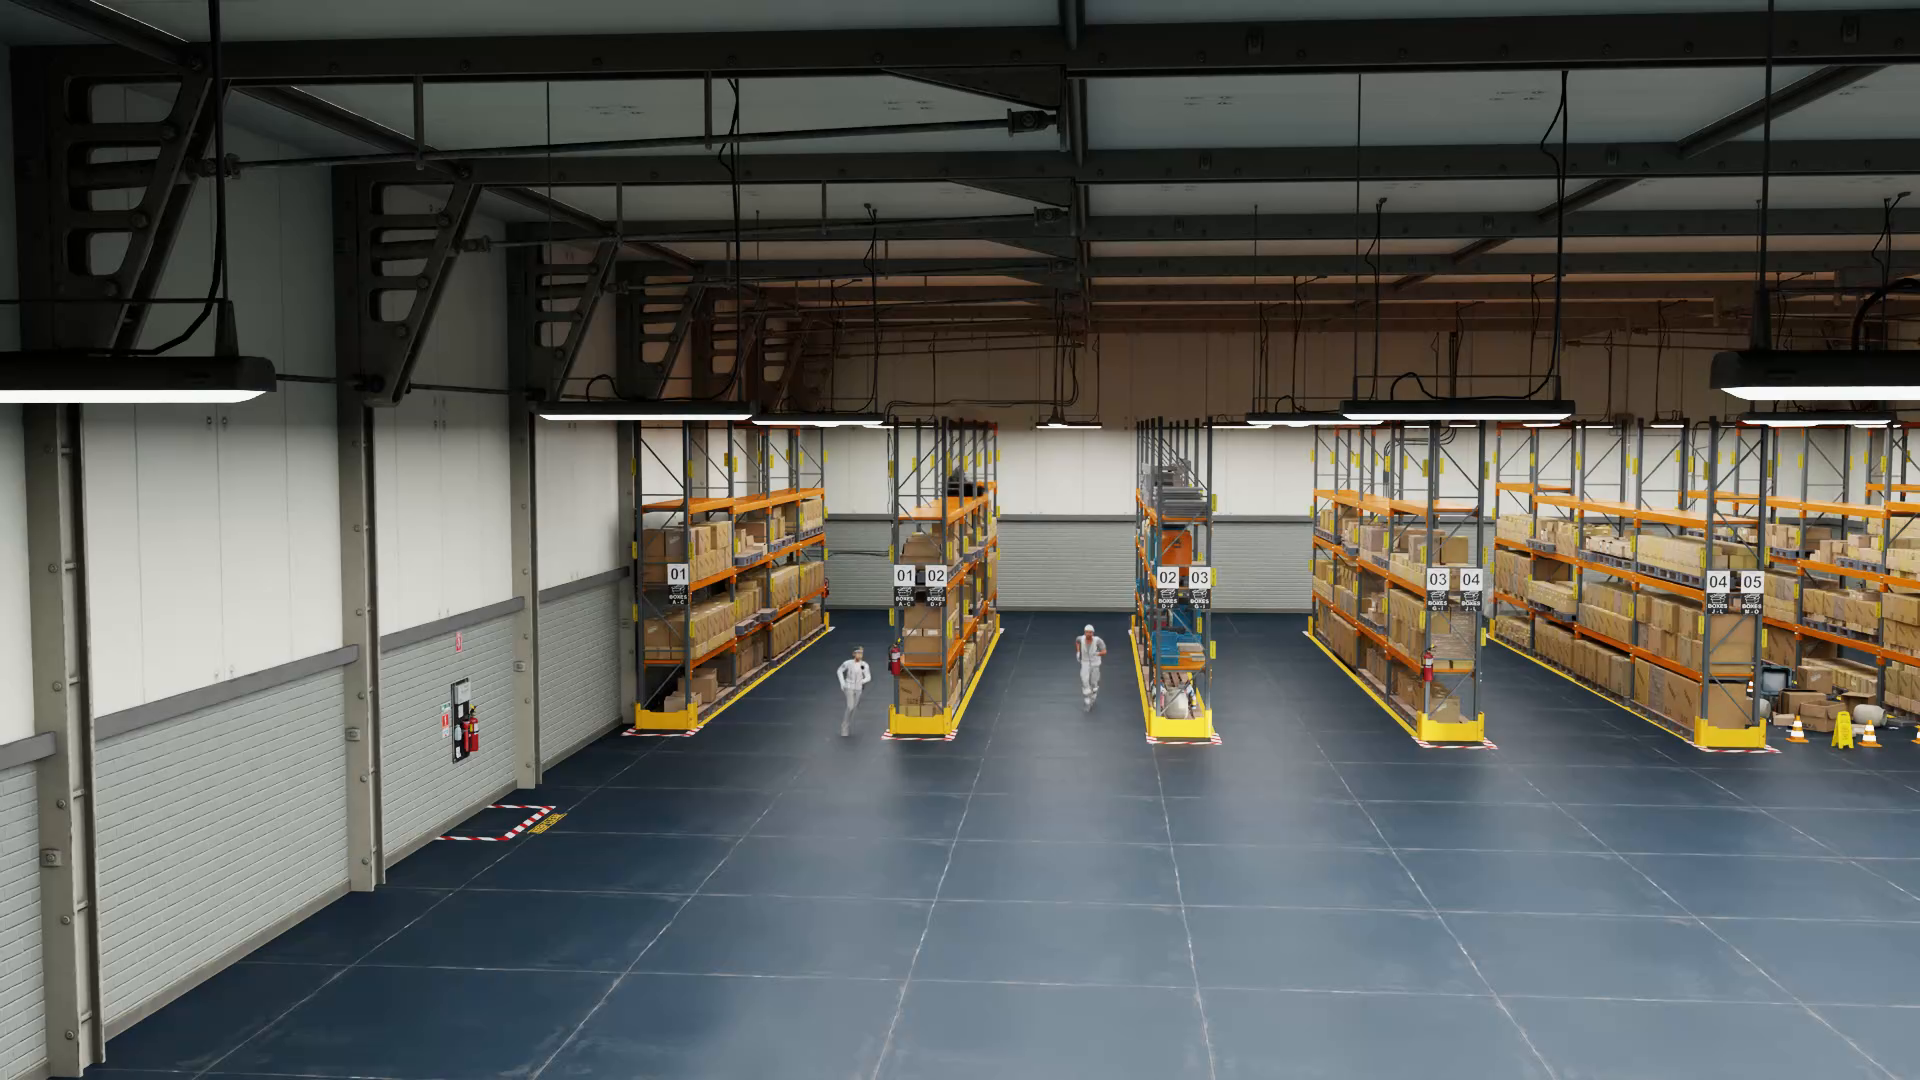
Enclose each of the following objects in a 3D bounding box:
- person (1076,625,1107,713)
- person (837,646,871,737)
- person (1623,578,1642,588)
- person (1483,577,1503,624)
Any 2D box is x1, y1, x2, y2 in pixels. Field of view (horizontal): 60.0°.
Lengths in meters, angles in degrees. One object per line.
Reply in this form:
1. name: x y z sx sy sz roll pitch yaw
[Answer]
1. person: 2.702 2.614 34.270 0.653 1.793 0.989 1 4 8
2. person: -1.989 2.853 31.410 0.592 1.711 0.640 -1 4 -21
3. person: 19.159 1.801 47.321 0.909 1.640 0.716 1 4 14
4. person: 15.243 1.821 47.478 0.536 1.627 0.594 -1 4 -17
